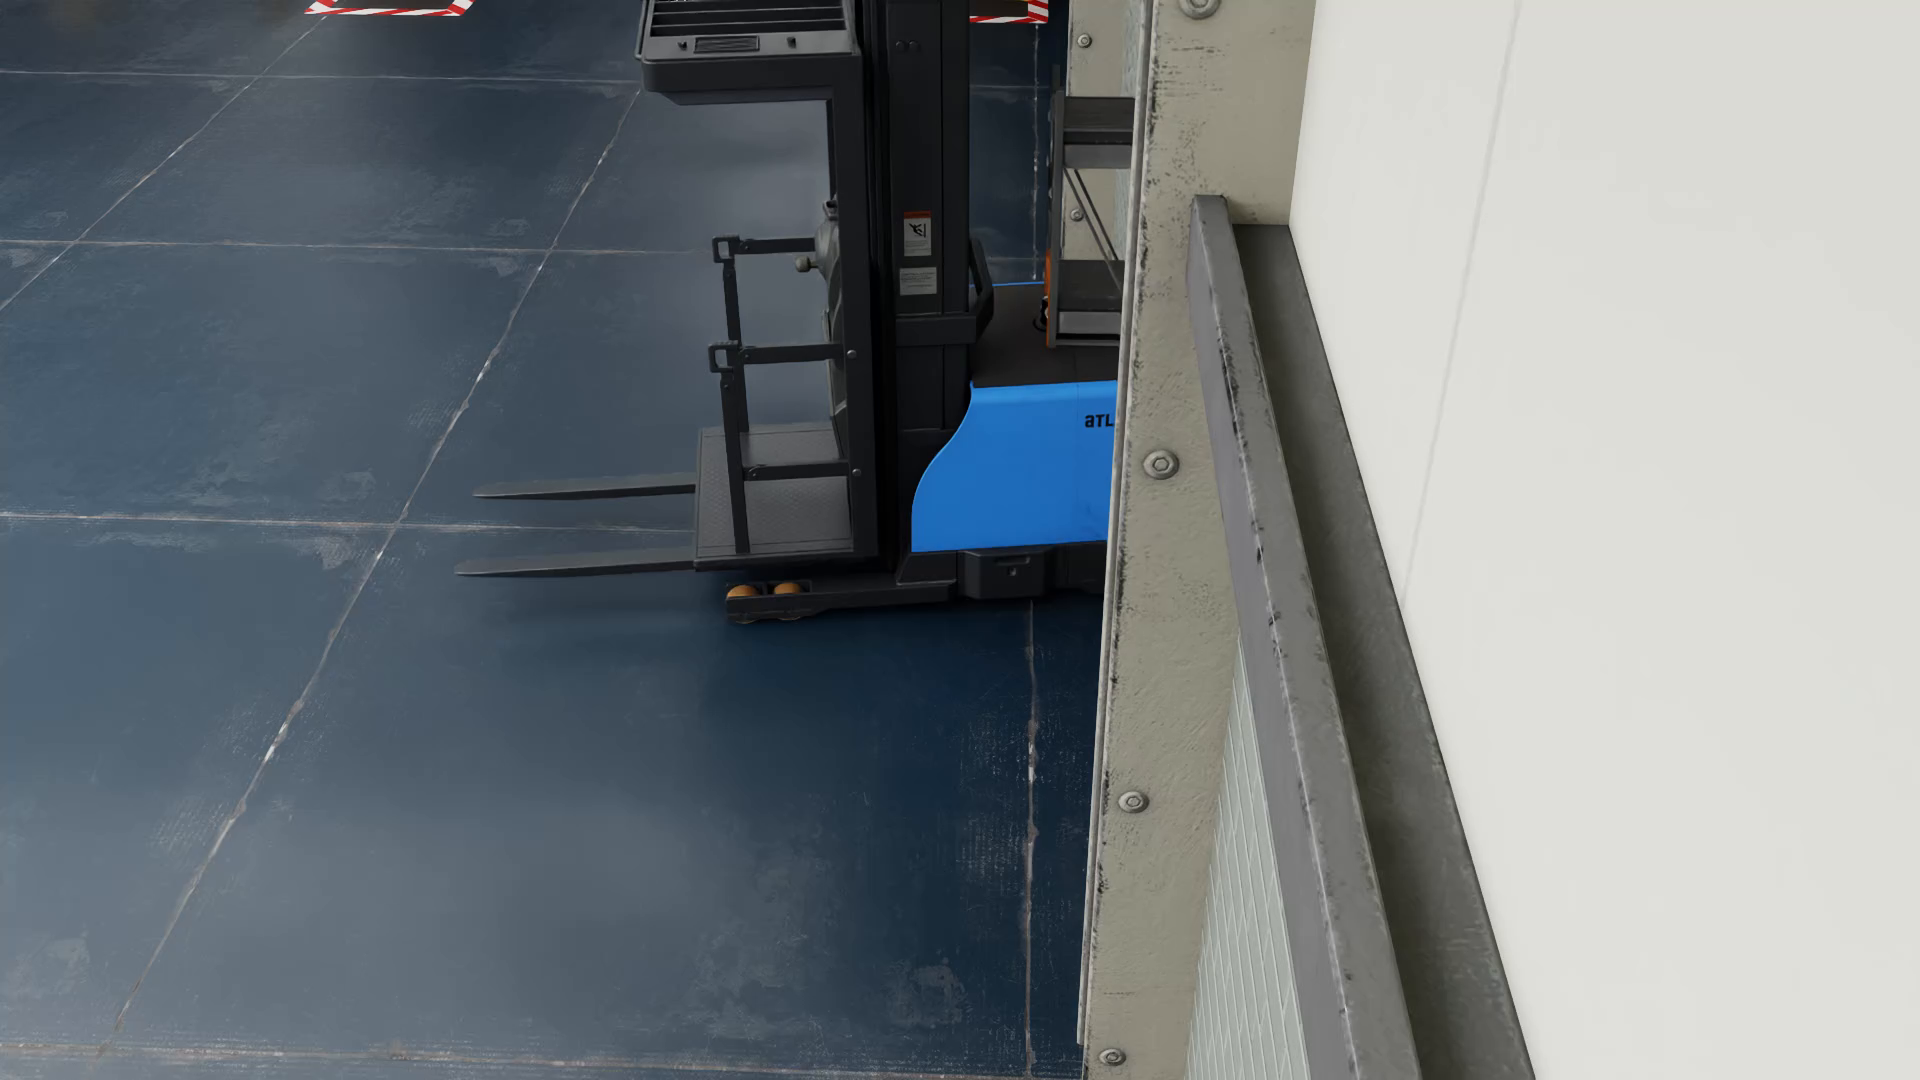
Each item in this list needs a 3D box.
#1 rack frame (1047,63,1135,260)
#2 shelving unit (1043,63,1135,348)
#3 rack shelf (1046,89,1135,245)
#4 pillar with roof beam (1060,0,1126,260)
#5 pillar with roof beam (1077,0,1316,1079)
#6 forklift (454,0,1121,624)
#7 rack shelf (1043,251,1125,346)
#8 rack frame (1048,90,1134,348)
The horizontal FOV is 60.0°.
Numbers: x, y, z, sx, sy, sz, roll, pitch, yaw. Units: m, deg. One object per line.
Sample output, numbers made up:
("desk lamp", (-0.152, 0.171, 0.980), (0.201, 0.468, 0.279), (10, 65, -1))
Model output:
("rack frame", (0.579, -1.051, 7.408), (0.400, 2.100, 0.015), (1, 28, 1))
("shelving unit", (0.574, -0.937, 7.192), (0.431, 2.100, 0.503), (1, 28, 1))
("rack shelf", (0.578, -1.543, 6.870), (0.431, 0.518, 0.480), (1, 28, 1))
("pillar with roof beam", (-3.530, -5.502, 7.752), (9.100, 9.000, 0.400), (1, 35, 2))
("pillar with roof beam", (-3.771, -2.054, 2.847), (9.100, 9.000, 0.400), (1, 35, 2))
("forklift", (-0.710, -1.156, 6.845), (3.031, 2.935, 1.130), (-4, 35, -5))
("rack shelf", (0.574, -0.925, 7.199), (0.431, 0.518, 0.480), (1, 28, 1))
("rack frame", (0.569, -0.823, 6.977), (0.400, 2.100, 0.015), (1, 28, 1))
